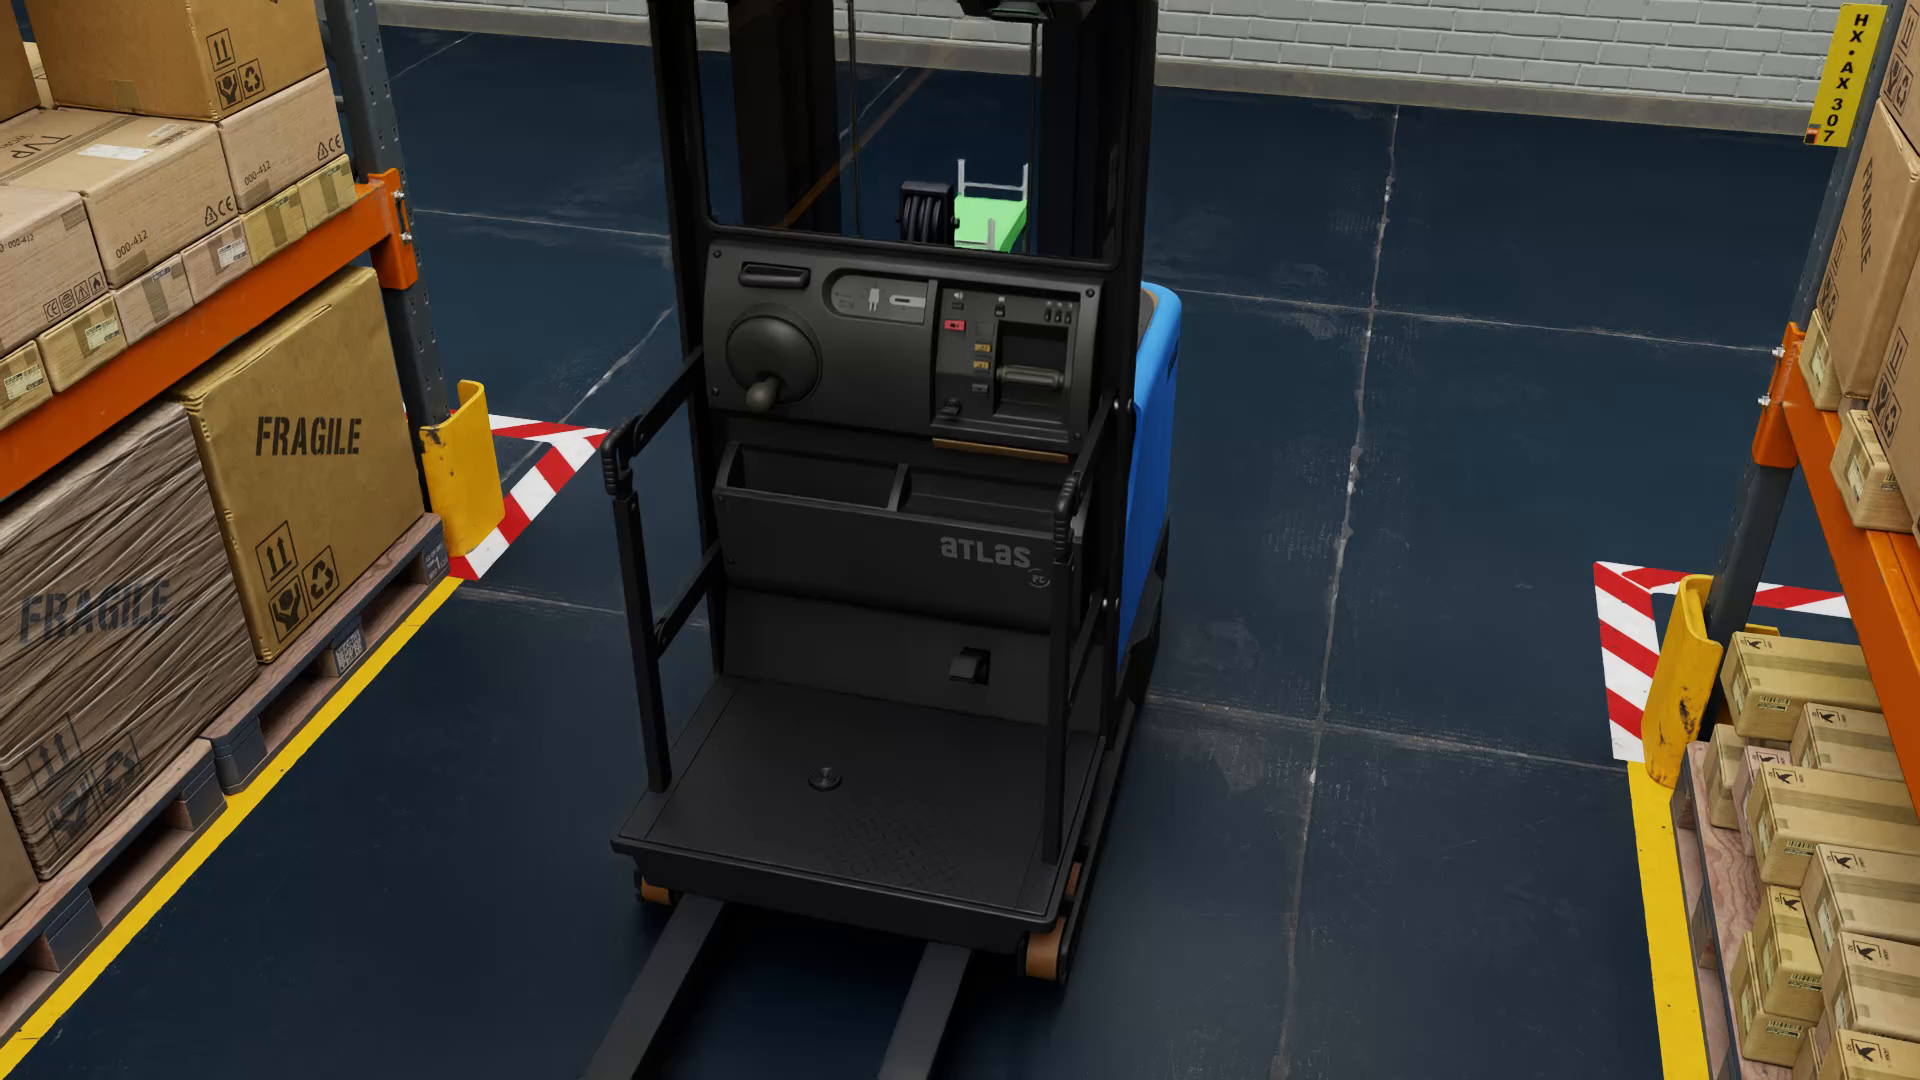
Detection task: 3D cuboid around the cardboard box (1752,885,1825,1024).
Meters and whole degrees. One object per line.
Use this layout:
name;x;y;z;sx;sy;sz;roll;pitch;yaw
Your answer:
cardboard box;1.910;0.903;3.522;0.380;0.149;0.250;9;34;14

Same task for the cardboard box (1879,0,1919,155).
cardboard box;2.191;-1.019;3.254;0.500;0.500;0.500;8;33;12

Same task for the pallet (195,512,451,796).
pallet;-2.338;0.249;5.162;1.003;0.211;1.213;8;33;12

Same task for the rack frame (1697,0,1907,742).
rack frame;2.562;-0.626;3.939;1.000;3.000;0.127;8;33;12

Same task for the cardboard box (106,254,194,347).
cardboard box;-2.176;-0.623;4.168;0.380;0.149;0.250;9;33;13

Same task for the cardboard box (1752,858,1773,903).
cardboard box;2.132;0.775;4.001;0.380;0.149;0.250;8;33;12

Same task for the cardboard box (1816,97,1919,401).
cardboard box;2.180;-0.598;3.525;0.500;0.500;0.500;10;34;15

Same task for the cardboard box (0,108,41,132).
cardboard box;-2.719;-0.933;4.284;0.500;0.250;0.500;8;33;12

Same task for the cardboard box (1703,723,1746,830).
cardboard box;2.119;0.628;4.232;0.380;0.149;0.250;9;33;13

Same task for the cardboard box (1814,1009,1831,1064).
cardboard box;1.934;1.054;3.285;0.380;0.149;0.250;6;33;10

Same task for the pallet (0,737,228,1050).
pallet;-2.649;0.880;4.170;1.003;0.211;1.213;8;33;12

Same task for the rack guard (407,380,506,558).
rack guard;-2.204;-0.311;5.774;1.175;0.500;0.348;8;33;12

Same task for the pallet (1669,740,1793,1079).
pallet;2.302;1.007;3.969;1.003;0.211;1.213;8;33;12

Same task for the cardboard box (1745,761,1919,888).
cardboard box;1.959;0.647;3.647;0.380;0.149;0.250;8;33;12

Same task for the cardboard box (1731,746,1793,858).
cardboard box;2.056;0.646;3.927;0.380;0.149;0.250;8;33;12

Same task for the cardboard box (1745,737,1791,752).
cardboard box;2.180;0.511;4.138;0.380;0.149;0.250;9;34;14

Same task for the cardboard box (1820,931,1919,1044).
cardboard box;1.896;0.930;3.203;0.380;0.149;0.250;9;34;14

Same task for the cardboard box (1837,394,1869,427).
cardboard box;2.138;-0.259;3.595;0.380;0.149;0.250;9;34;14

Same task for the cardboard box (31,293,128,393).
cardboard box;-2.240;-0.488;3.956;0.380;0.149;0.250;7;33;11

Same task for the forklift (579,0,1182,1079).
forklift;-0.196;-0.394;3.638;1.130;2.935;3.031;8;33;12

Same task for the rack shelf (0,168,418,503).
rack shelf;-2.718;-0.012;3.644;1.077;0.370;4.000;8;33;12

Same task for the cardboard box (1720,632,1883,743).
cardboard box;2.100;0.374;4.076;0.380;0.149;0.250;7;33;10

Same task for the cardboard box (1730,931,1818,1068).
cardboard box;1.905;1.023;3.611;0.380;0.149;0.250;8;33;13

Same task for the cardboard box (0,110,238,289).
cardboard box;-2.206;-0.865;4.178;0.500;0.250;0.500;7;33;12

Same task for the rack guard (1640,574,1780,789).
rack guard;2.542;0.468;4.547;1.175;0.500;0.348;8;33;12

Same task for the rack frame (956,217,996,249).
rack frame;-0.010;-0.486;5.396;0.240;1.200;0.015;8;33;12

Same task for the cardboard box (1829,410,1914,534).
cardboard box;2.018;-0.127;3.387;0.380;0.149;0.250;7;33;11

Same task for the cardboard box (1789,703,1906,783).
cardboard box;2.146;0.534;3.826;0.380;0.149;0.250;9;33;13

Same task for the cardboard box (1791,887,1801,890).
cardboard box;2.080;0.785;3.708;0.380;0.149;0.250;8;33;13

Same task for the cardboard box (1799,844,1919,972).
cardboard box;1.976;0.787;3.427;0.380;0.149;0.250;6;33;10

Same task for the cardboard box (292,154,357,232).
cardboard box;-1.982;-1.018;4.790;0.380;0.149;0.250;9;33;13

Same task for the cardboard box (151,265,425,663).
cardboard box;-2.295;-0.291;5.001;0.875;0.875;0.875;8;33;12

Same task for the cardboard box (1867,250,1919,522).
cardboard box;2.069;-0.317;3.083;0.500;0.500;0.500;8;33;12

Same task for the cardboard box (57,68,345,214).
cardboard box;-2.077;-1.128;4.592;0.500;0.250;0.500;7;33;12

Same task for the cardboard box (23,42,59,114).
cardboard box;-2.593;-1.204;4.710;0.500;0.250;0.500;7;33;11

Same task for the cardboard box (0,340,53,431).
cardboard box;-2.305;-0.353;3.744;0.380;0.149;0.250;8;33;13

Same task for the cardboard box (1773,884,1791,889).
cardboard box;2.075;0.905;3.797;0.380;0.149;0.250;8;33;13

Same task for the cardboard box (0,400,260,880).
cardboard box;-2.526;0.181;4.259;0.875;0.875;0.875;8;33;12

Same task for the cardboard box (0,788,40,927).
cardboard box;-2.752;0.643;3.532;0.875;0.875;0.875;8;33;12

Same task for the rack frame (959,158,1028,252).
rack frame;0.114;-0.739;5.794;0.240;1.200;0.015;8;33;12

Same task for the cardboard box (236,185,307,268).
cardboard box;-2.047;-0.883;4.577;0.380;0.149;0.250;8;33;13

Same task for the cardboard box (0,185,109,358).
cardboard box;-2.335;-0.601;3.762;0.500;0.250;0.500;7;33;11

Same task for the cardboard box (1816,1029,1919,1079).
cardboard box;1.785;1.060;2.998;0.380;0.149;0.250;9;33;13

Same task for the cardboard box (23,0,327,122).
cardboard box;-2.080;-1.444;4.389;0.500;0.500;0.500;8;33;13

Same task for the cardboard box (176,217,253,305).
cardboard box;-2.112;-0.752;4.372;0.380;0.149;0.250;8;33;12

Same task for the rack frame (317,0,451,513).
rack frame;-2.210;-1.354;5.084;1.000;3.000;0.127;8;33;12

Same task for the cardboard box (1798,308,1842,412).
cardboard box;2.162;-0.397;3.812;0.380;0.149;0.250;8;33;12

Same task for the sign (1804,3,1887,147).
sign;2.037;-1.065;3.823;0.100;0.325;0.005;8;33;12

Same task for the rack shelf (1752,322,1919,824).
rack shelf;2.054;0.715;2.499;1.077;0.370;4.000;8;33;12

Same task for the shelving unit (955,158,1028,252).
shelving unit;0.052;-0.613;5.595;0.258;1.200;0.503;8;33;12

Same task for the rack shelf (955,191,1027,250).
rack shelf;0.052;-0.964;5.372;0.258;0.148;0.480;8;33;12

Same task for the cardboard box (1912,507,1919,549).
cardboard box;1.933;-0.065;2.685;0.500;0.500;0.500;8;33;13

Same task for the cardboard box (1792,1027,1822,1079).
cardboard box;1.932;1.168;3.383;0.380;0.149;0.250;8;33;12

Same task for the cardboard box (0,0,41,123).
cardboard box;-2.720;-1.261;4.101;0.500;0.500;0.500;7;33;11
